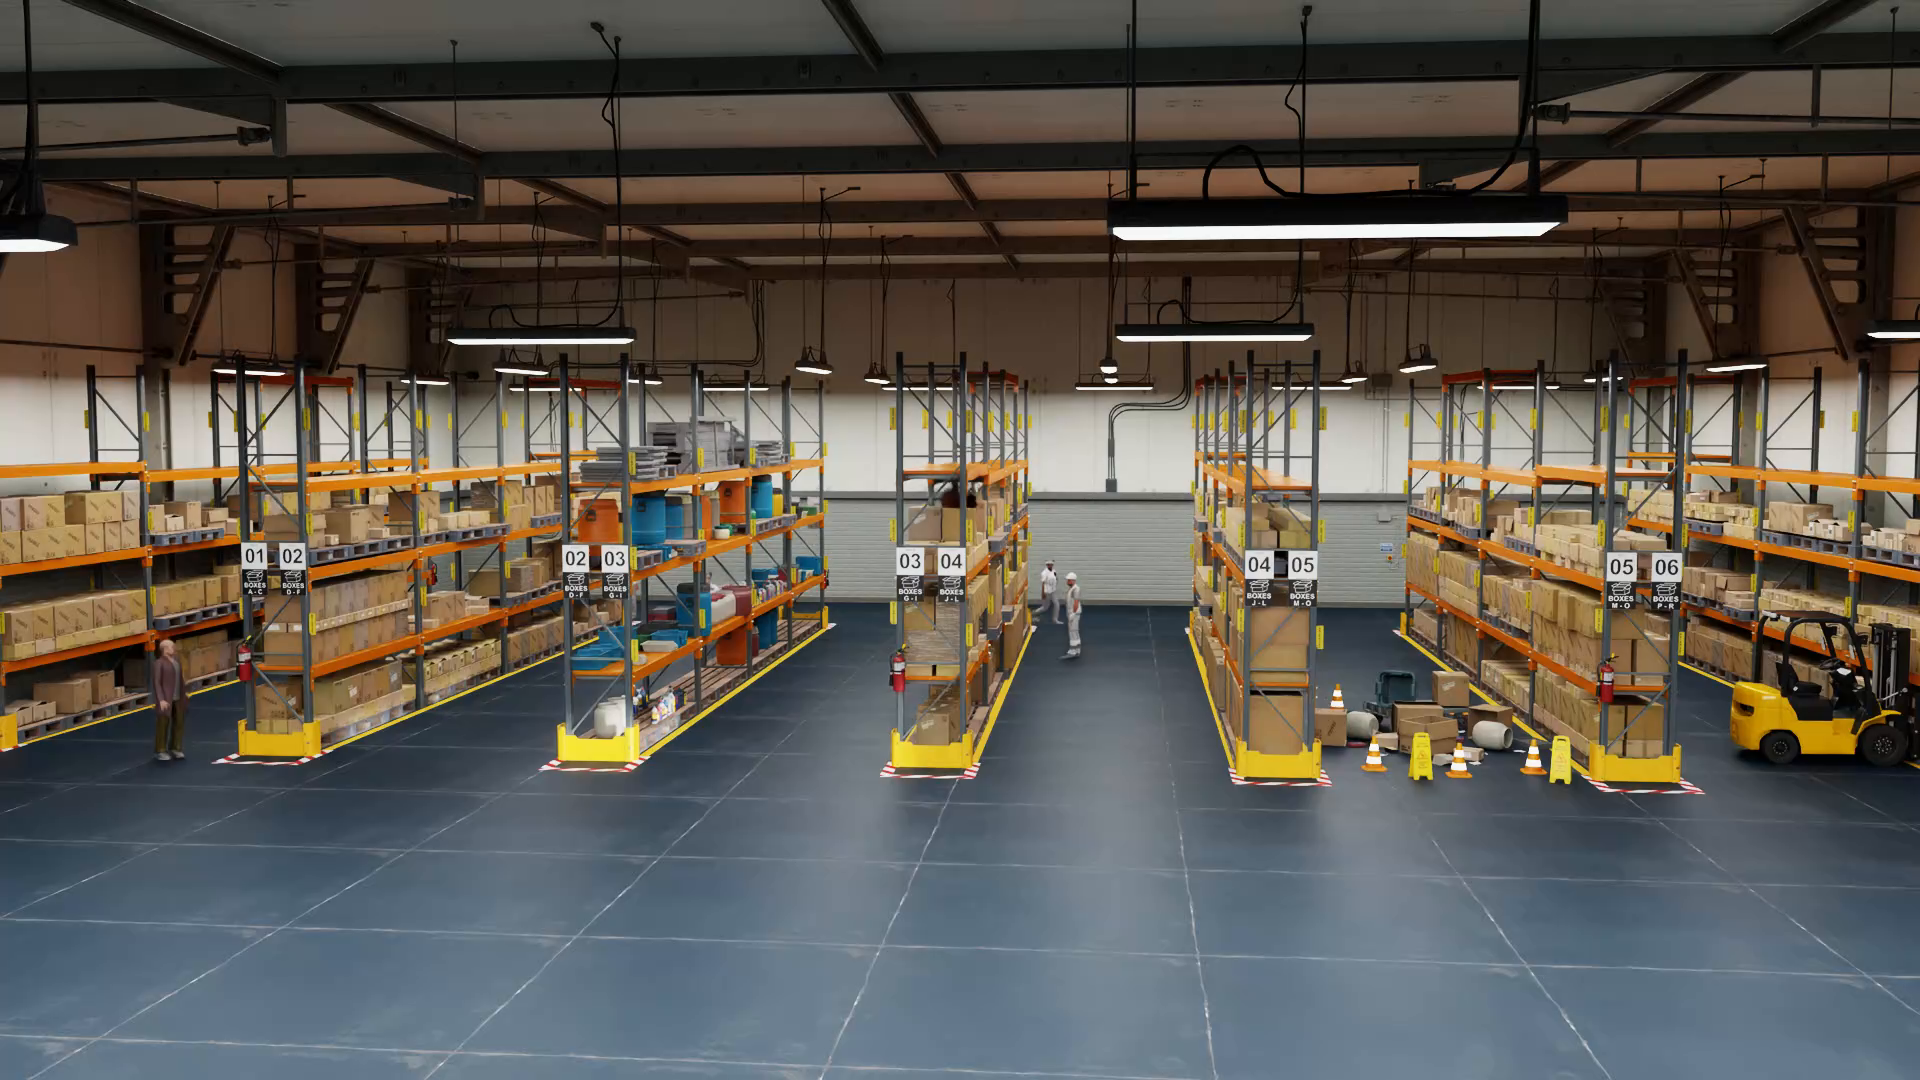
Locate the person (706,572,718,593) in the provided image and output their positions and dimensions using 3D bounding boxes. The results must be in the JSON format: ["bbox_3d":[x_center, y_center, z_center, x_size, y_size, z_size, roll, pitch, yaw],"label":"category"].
[{"bbox_3d":[-5.589,1.529,37.101,0.521,1.650,0.770,2,4,24],"label":"person"}]

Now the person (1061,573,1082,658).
[{"bbox_3d":[2.341,1.591,35.330,0.456,1.799,0.590,-1,4,-9],"label":"person"}]

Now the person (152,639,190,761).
[{"bbox_3d":[-11.750,2.361,24.708,0.422,1.794,0.620,2,5,26],"label":"person"}]

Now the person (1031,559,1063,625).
[{"bbox_3d":[2.140,1.260,40.944,0.842,1.632,0.493,2,5,29],"label":"person"}]

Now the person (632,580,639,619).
[{"bbox_3d":[-8.438,1.120,42.196,0.539,1.781,0.420,1,4,9],"label":"person"}]
